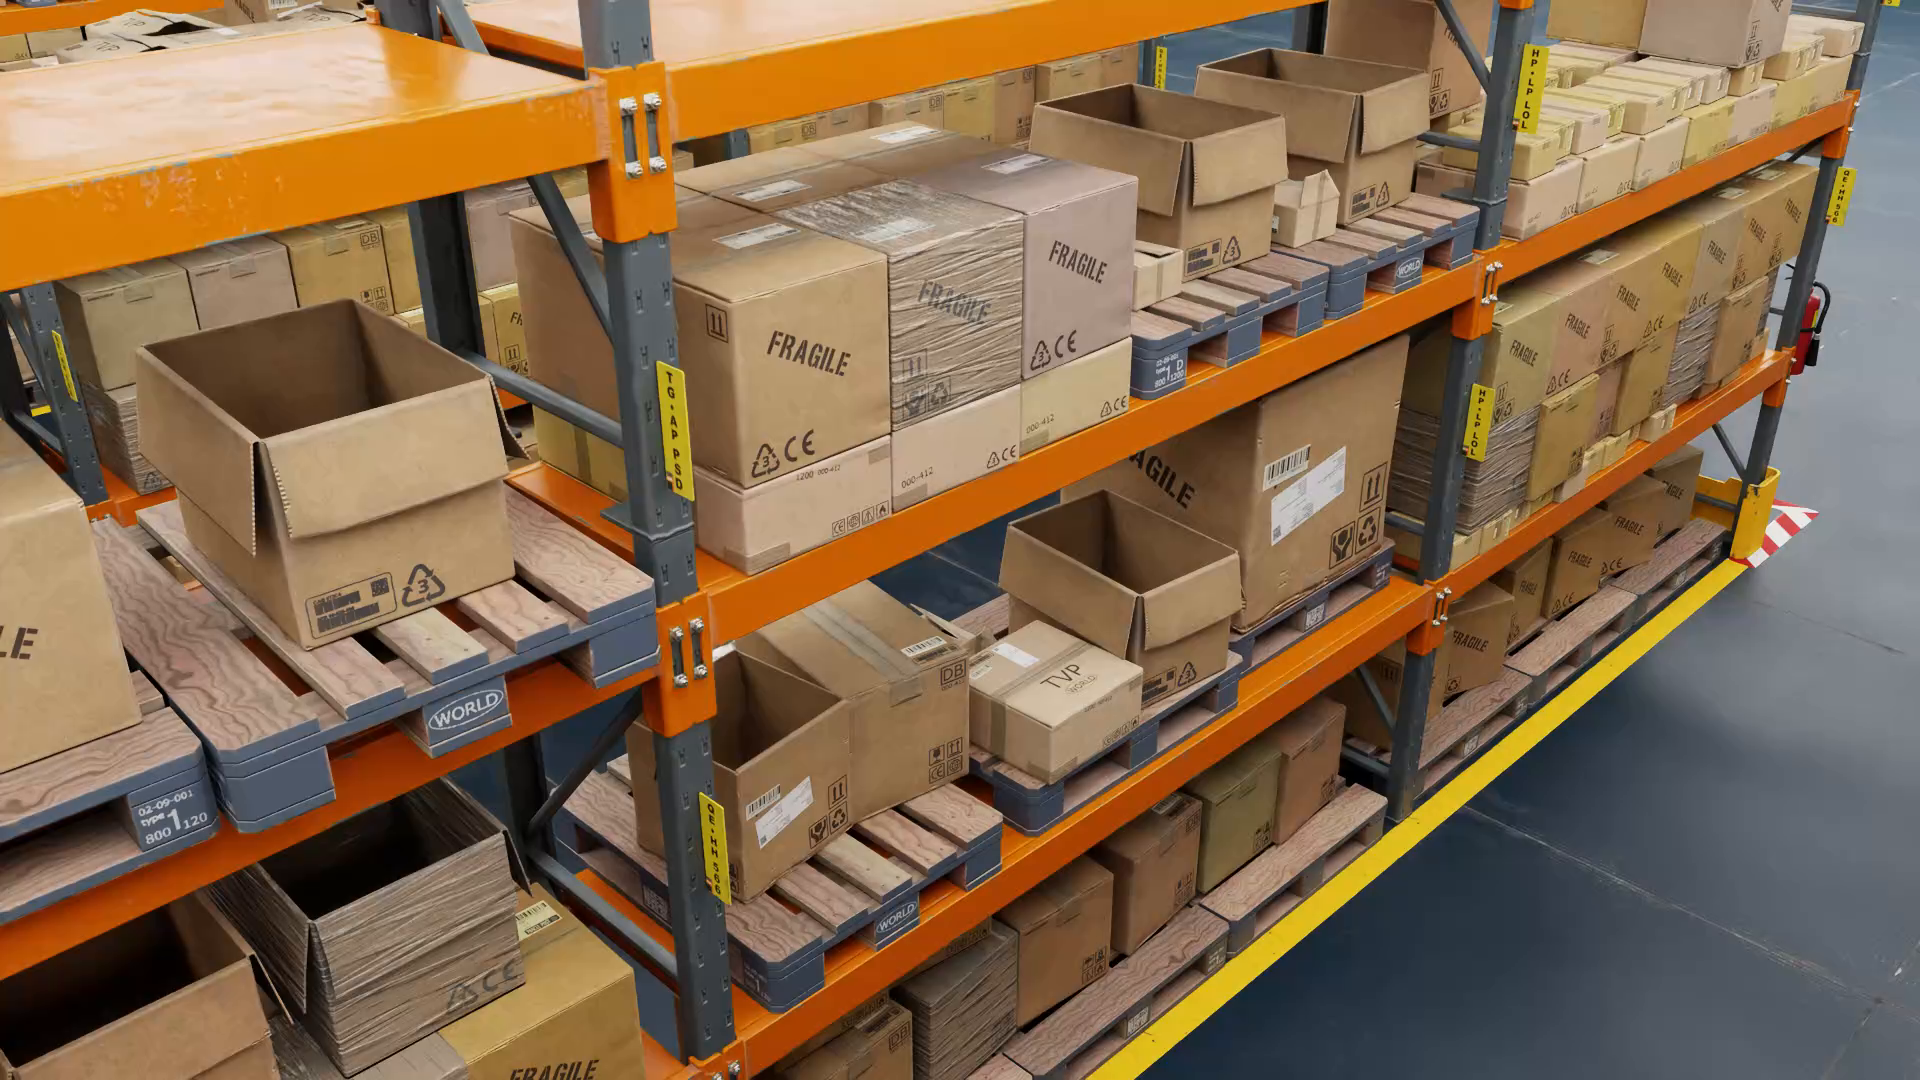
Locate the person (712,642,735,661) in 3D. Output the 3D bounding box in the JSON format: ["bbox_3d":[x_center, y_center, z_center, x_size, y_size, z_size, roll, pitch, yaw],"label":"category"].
[{"bbox_3d":[1.897,-0.181,4.581,7.355,5.810,11.427,23,35,37],"label":"person"}]
